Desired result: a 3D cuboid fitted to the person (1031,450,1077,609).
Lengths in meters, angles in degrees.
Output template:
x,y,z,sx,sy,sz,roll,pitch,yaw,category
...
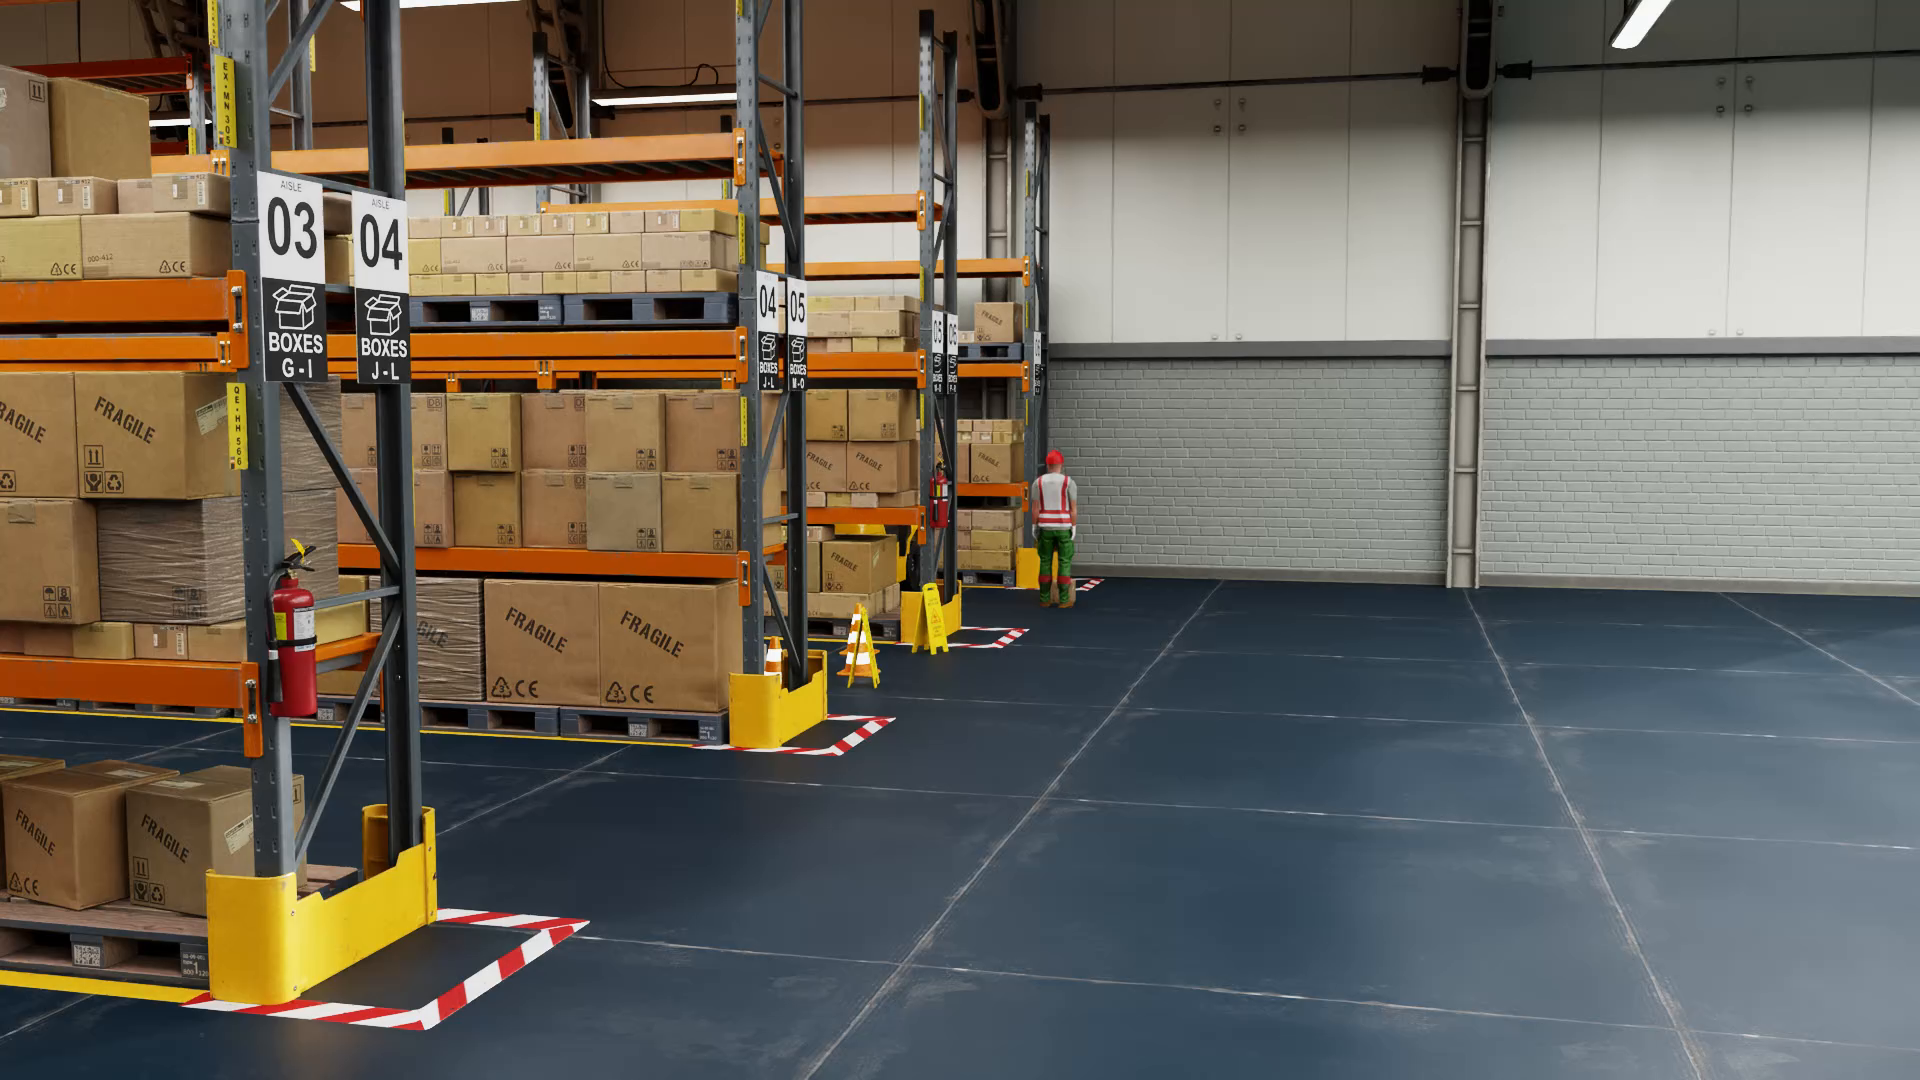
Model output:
x,y,z,sx,sy,sz,roll,pitch,yaw,category
1.082,-0.129,18.892,0.524,1.790,0.380,1,5,15,person
